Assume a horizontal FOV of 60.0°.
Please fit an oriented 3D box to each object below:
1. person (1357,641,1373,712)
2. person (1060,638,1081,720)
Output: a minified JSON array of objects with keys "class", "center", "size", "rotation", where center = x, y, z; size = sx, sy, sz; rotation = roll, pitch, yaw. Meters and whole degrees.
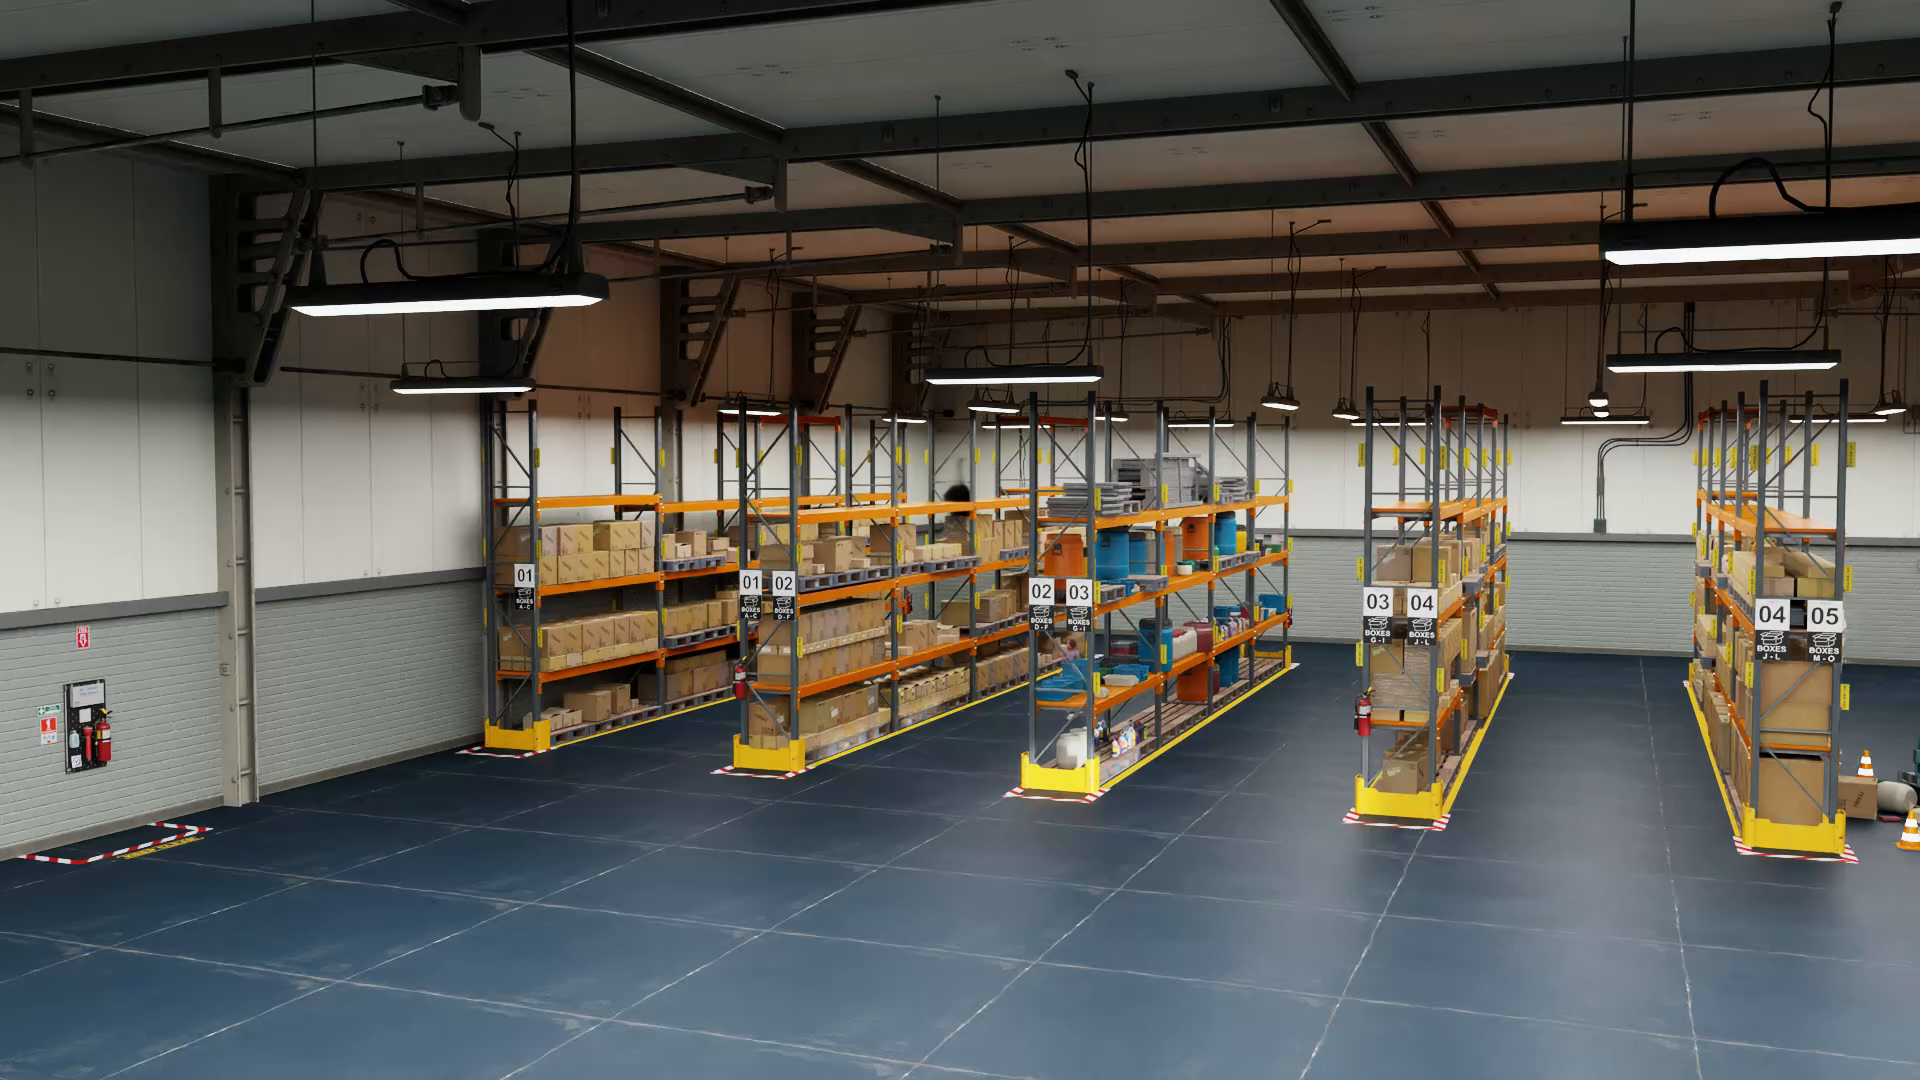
[{"class":"person","center":[8.087,2.555,32.421],"size":[0.653,1.674,0.695],"rotation":[0,3,9]},{"class":"person","center":[2.157,2.662,32.025],"size":[0.594,1.529,0.615],"rotation":[-2,4,-38]}]
